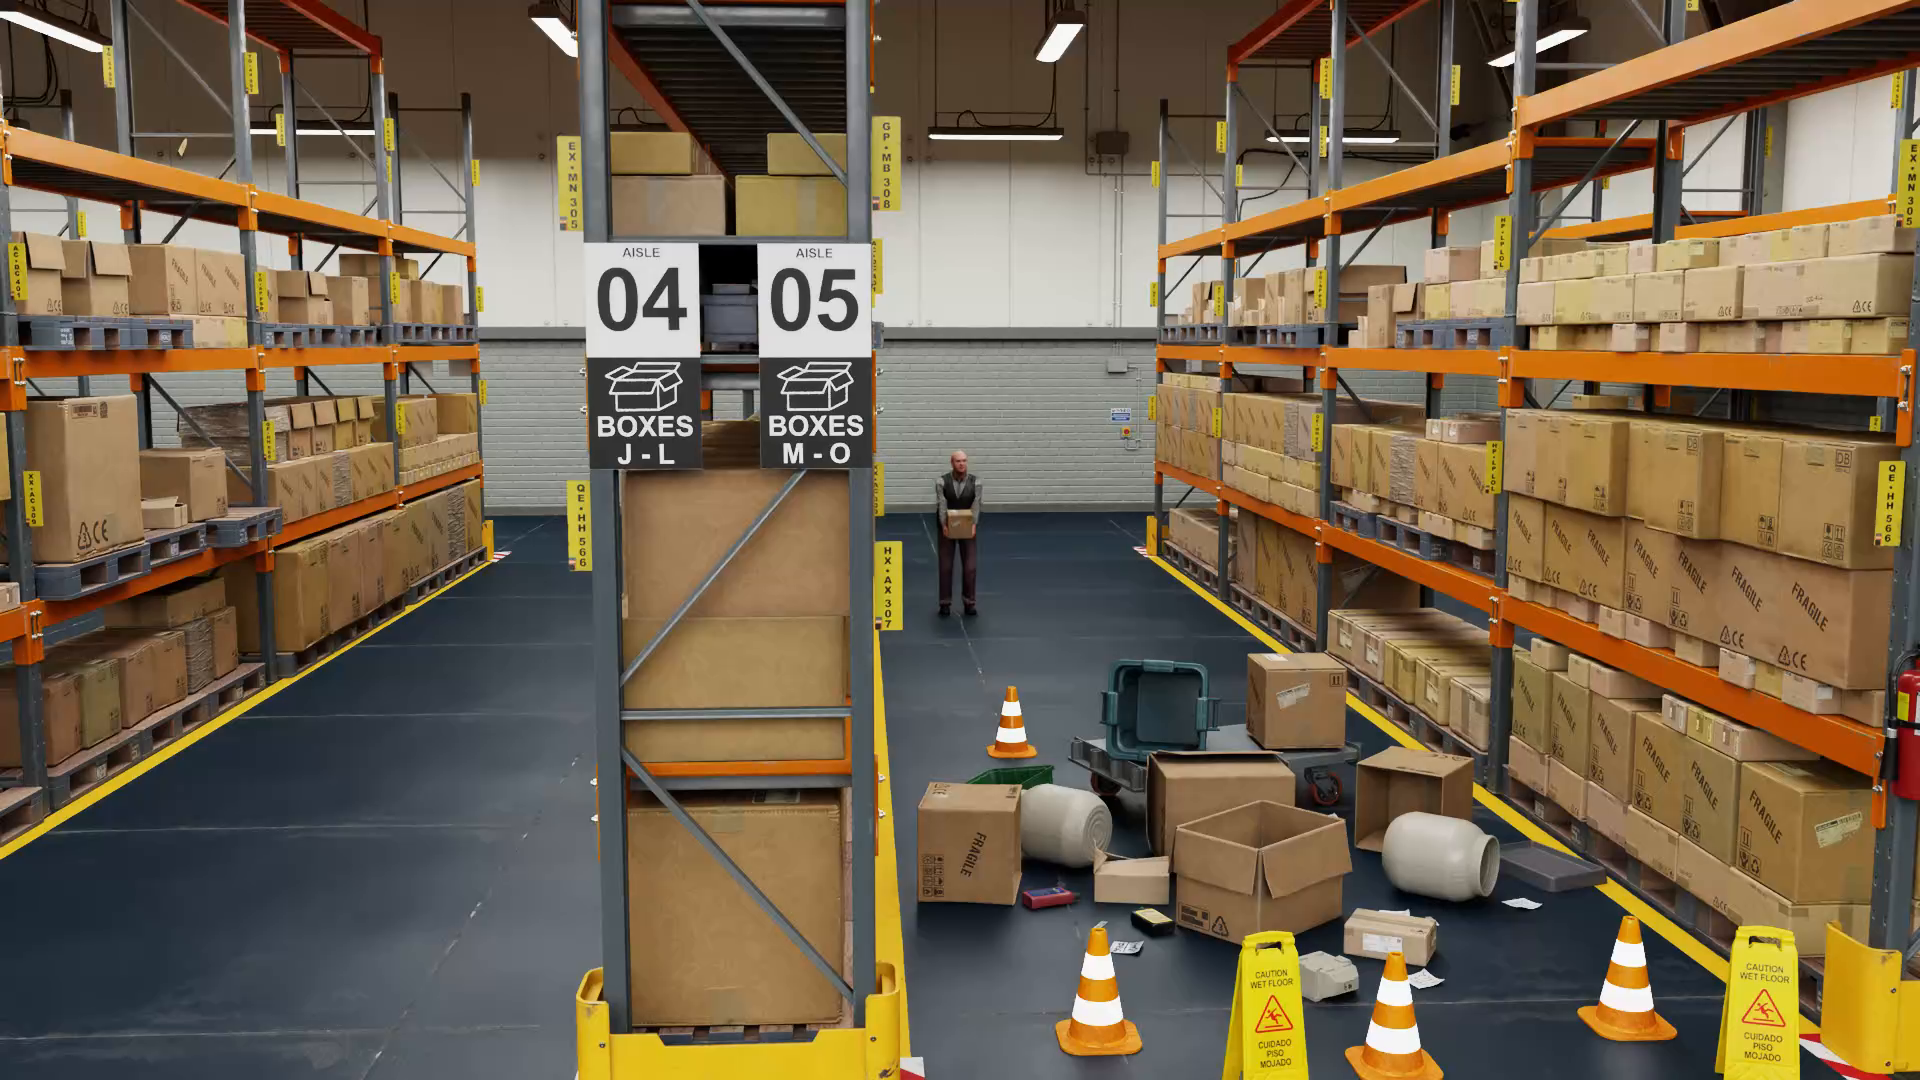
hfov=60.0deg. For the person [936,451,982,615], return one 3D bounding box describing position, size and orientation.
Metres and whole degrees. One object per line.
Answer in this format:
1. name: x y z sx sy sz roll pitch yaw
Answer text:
1. person: -0.006 -0.070 17.462 0.494 1.720 0.559 -1 7 -5
